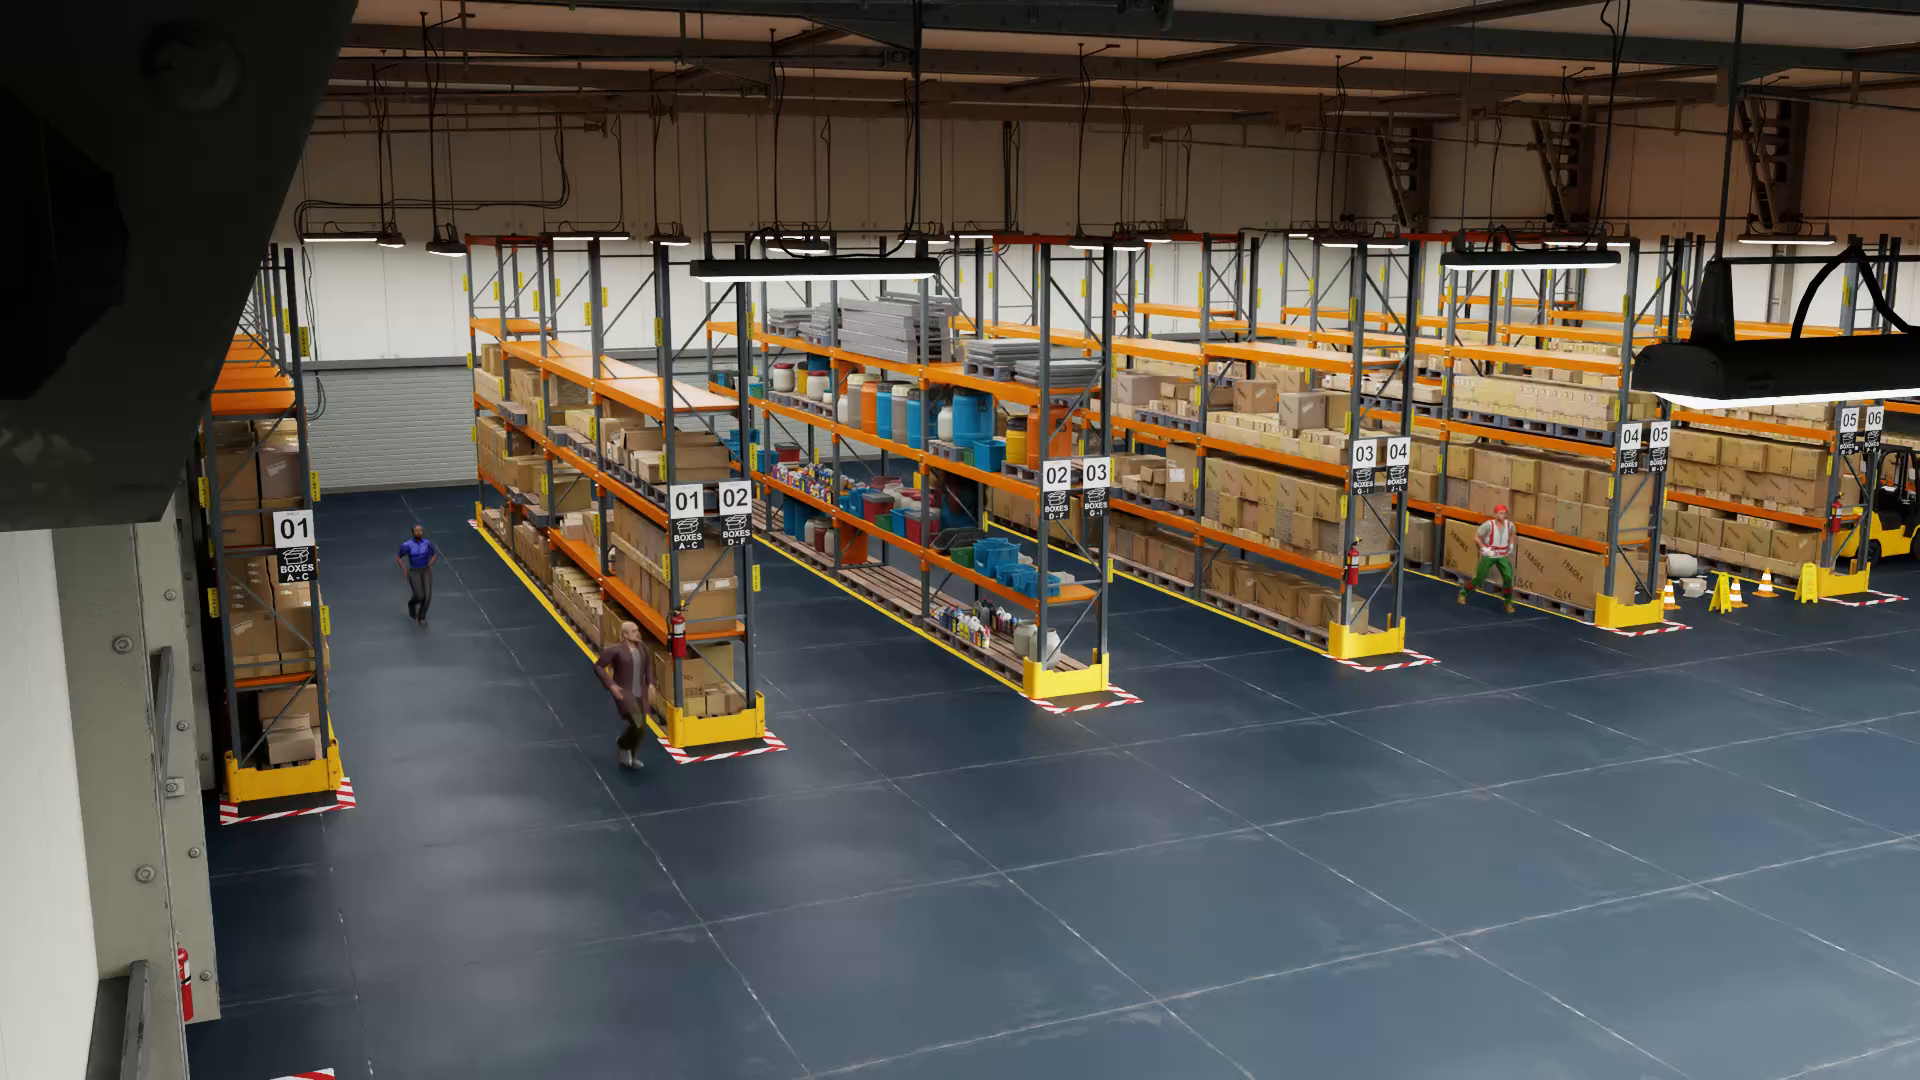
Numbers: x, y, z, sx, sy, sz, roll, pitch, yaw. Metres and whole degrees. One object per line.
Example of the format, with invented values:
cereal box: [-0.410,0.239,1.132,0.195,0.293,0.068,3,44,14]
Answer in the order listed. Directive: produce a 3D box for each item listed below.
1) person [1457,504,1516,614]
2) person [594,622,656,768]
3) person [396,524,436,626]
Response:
person: [8.677,0.285,27.120,0.898,1.772,0.749,-2,11,-10]
person: [-3.794,1.806,19.258,0.575,1.742,0.737,9,14,40]
person: [-8.463,0.555,26.059,0.570,1.617,0.553,-8,14,-36]
